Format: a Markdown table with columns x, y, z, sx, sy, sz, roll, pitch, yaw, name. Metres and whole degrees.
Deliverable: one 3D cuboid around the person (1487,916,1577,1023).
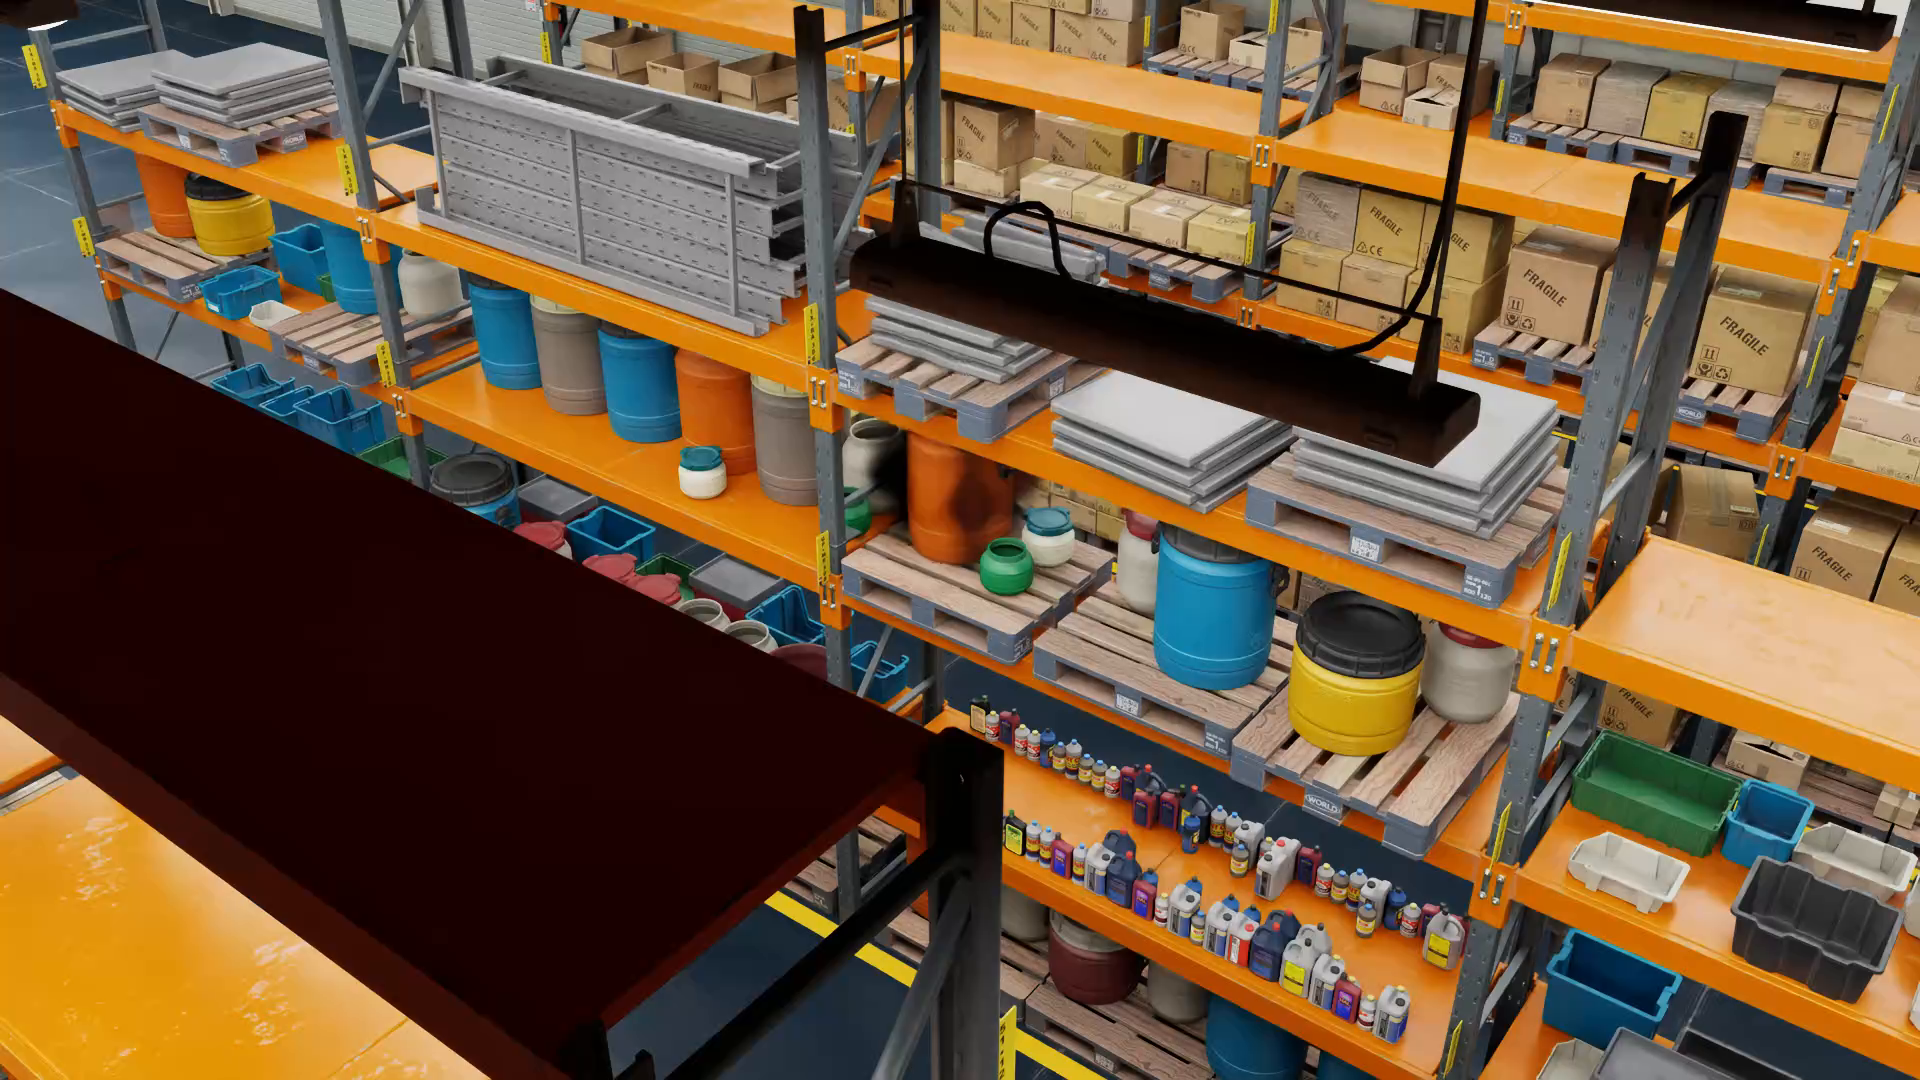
| x | y | z | sx | sy | sz | roll | pitch | yaw | name |
| --- | --- | --- | --- | --- | --- | --- | --- | --- | --- |
| 3.539 | 2.289 | 10.001 | 0.470 | 1.616 | 0.437 | -24 | 39 | -34 | person |
